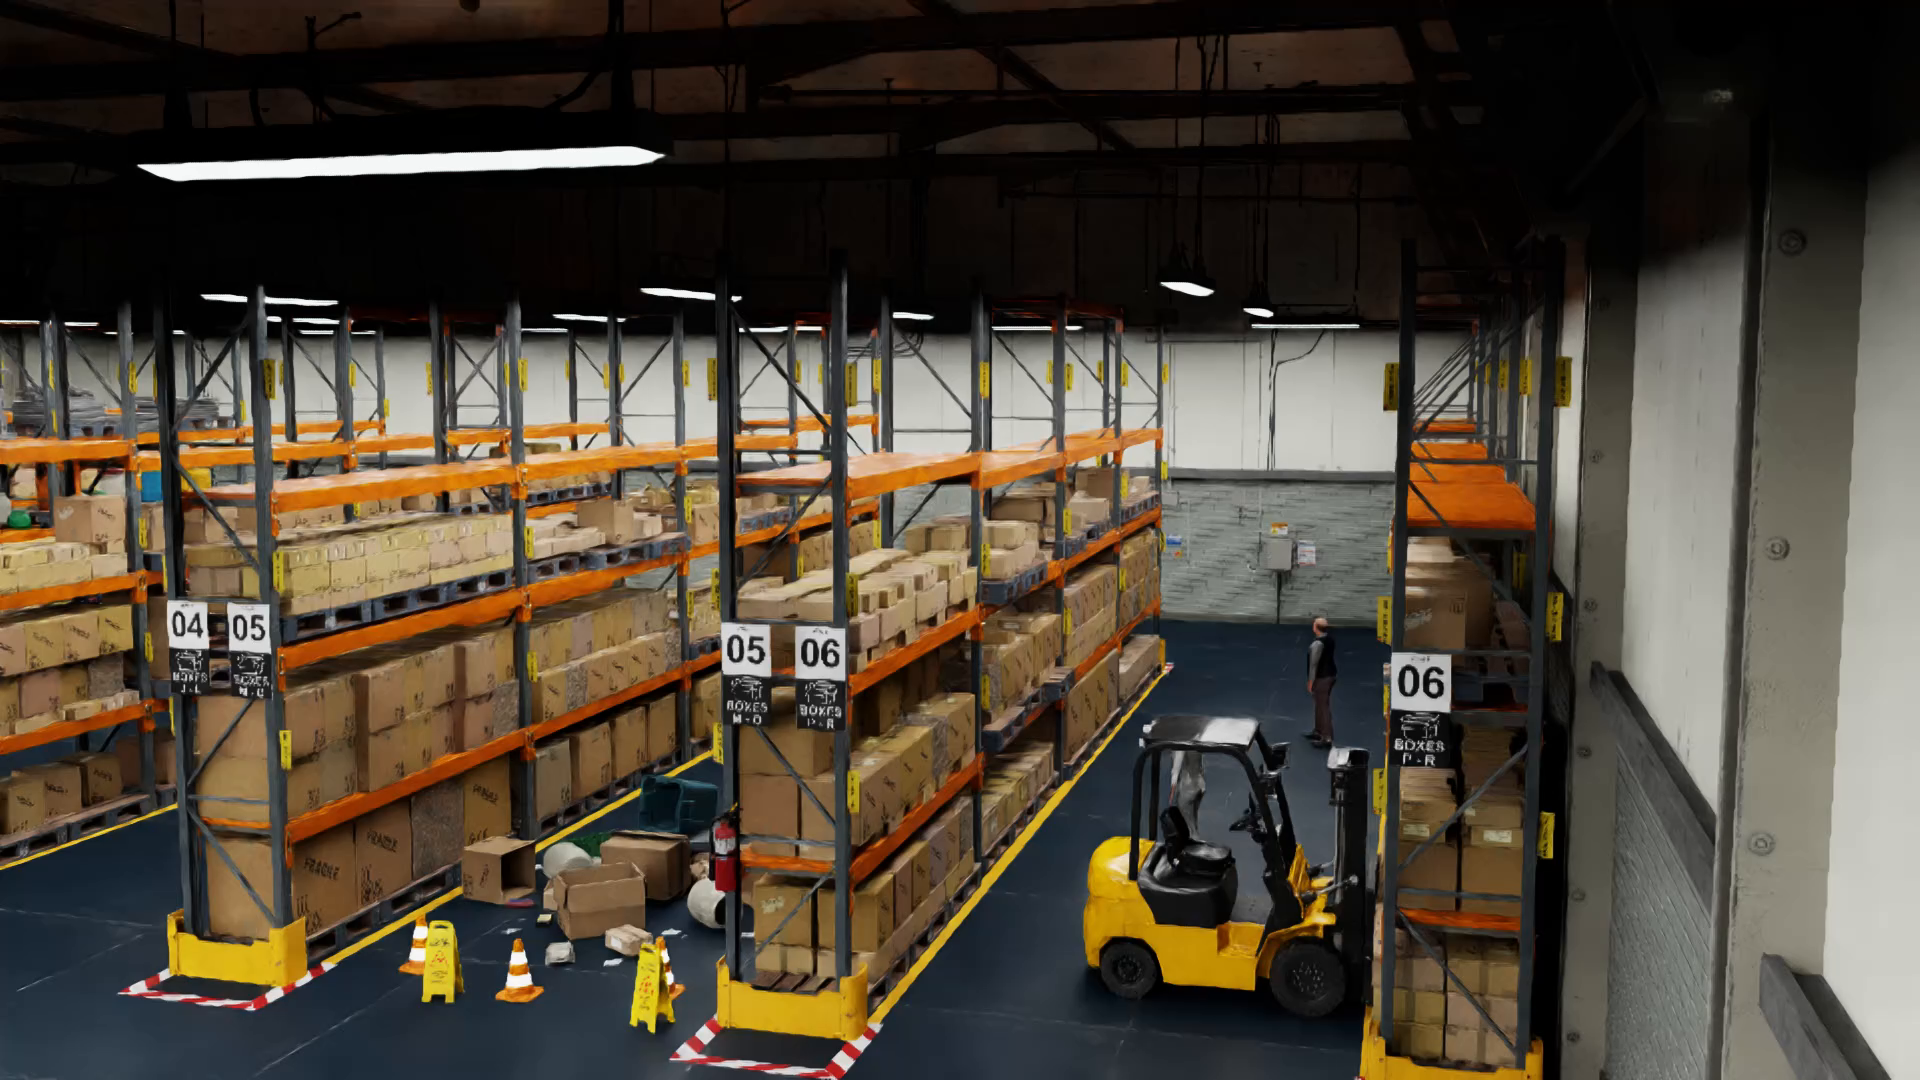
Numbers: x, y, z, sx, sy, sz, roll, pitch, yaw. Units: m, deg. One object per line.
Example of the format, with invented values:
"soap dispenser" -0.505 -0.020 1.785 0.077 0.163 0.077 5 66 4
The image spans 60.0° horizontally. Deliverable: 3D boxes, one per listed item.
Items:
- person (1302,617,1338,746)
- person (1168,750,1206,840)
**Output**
"person" 4.888 1.907 22.642 0.553 1.711 0.607 4 7 34
"person" 2.329 2.569 17.002 0.494 1.596 0.511 -6 9 -45
